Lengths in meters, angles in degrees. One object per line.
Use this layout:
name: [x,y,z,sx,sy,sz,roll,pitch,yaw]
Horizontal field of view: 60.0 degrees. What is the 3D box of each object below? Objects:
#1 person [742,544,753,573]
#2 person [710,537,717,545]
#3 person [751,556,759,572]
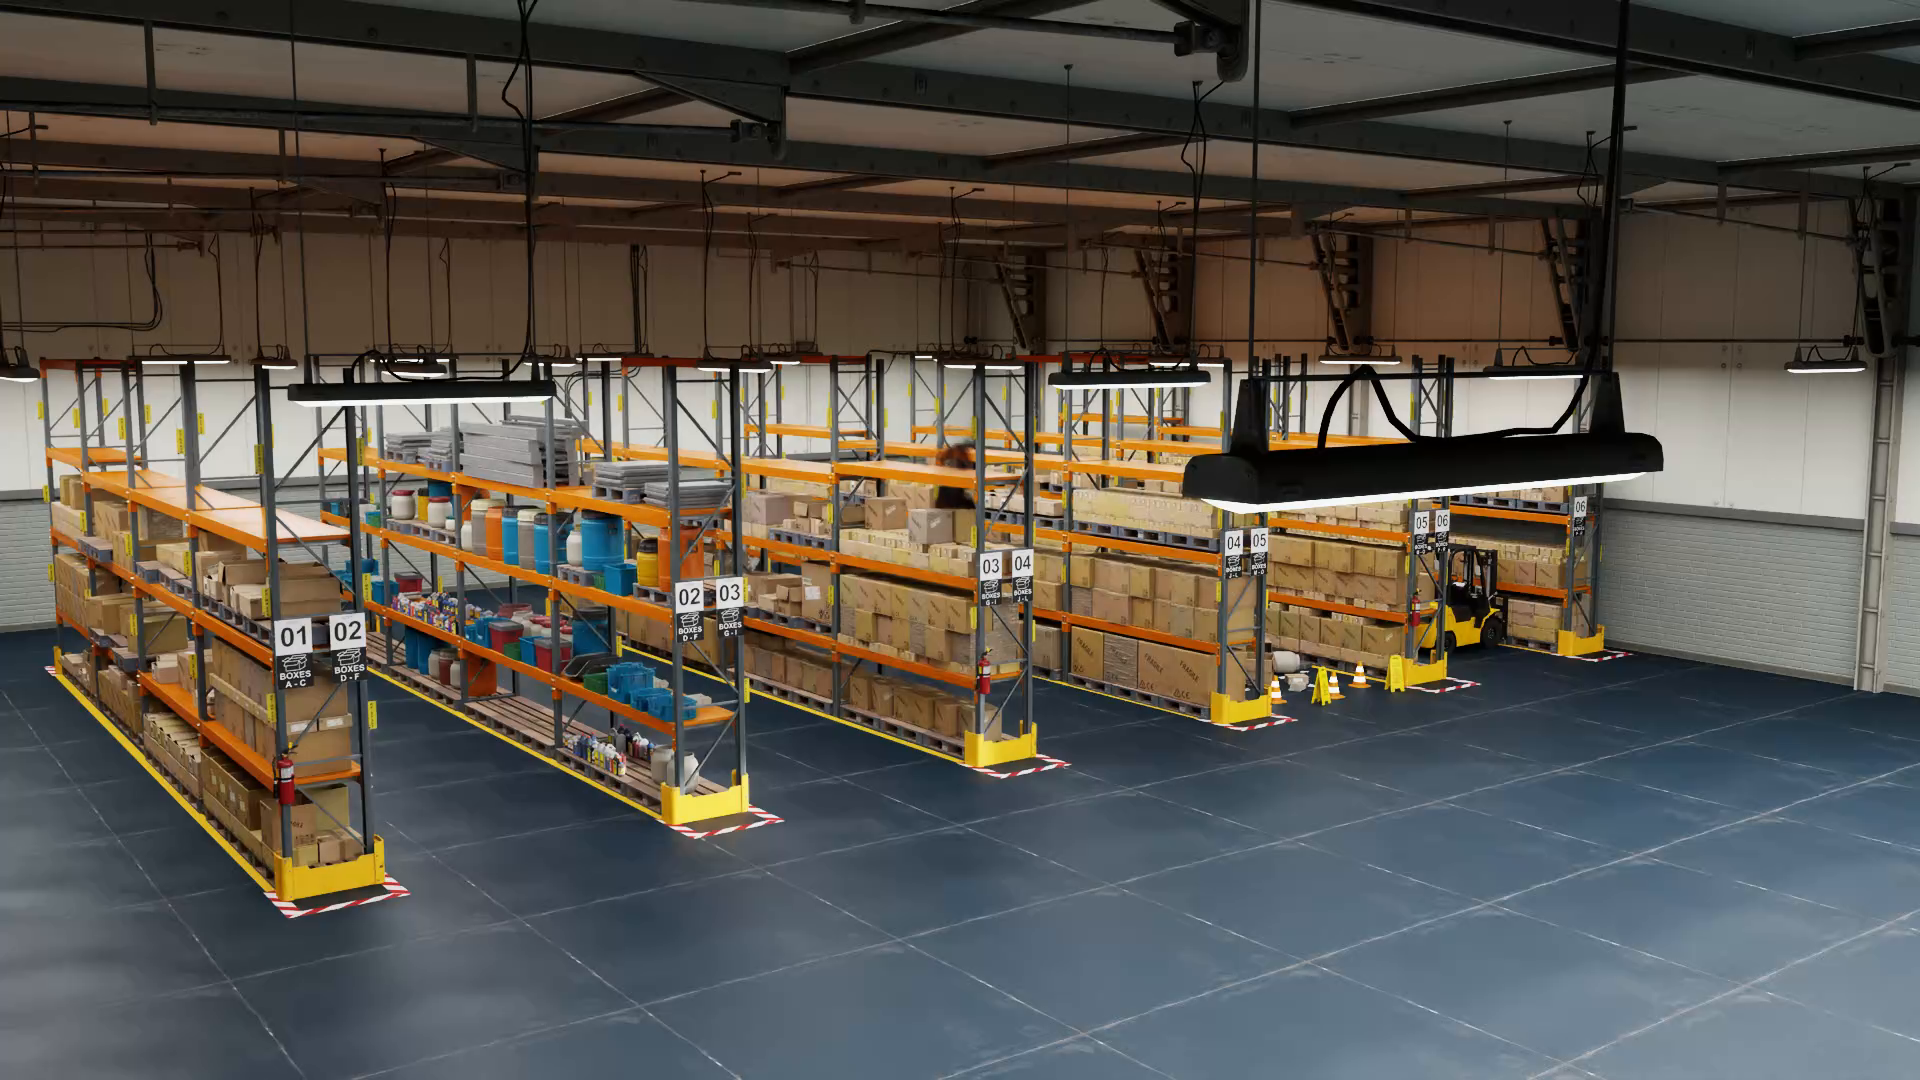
person: [-4.997,0.923,37.890,0.635,1.797,0.711,-4,8,-31]
person: [-6.006,0.679,40.425,0.606,1.654,0.592,2,7,12]
person: [-5.179,0.555,41.967,0.661,1.490,0.767,-3,7,-21]
